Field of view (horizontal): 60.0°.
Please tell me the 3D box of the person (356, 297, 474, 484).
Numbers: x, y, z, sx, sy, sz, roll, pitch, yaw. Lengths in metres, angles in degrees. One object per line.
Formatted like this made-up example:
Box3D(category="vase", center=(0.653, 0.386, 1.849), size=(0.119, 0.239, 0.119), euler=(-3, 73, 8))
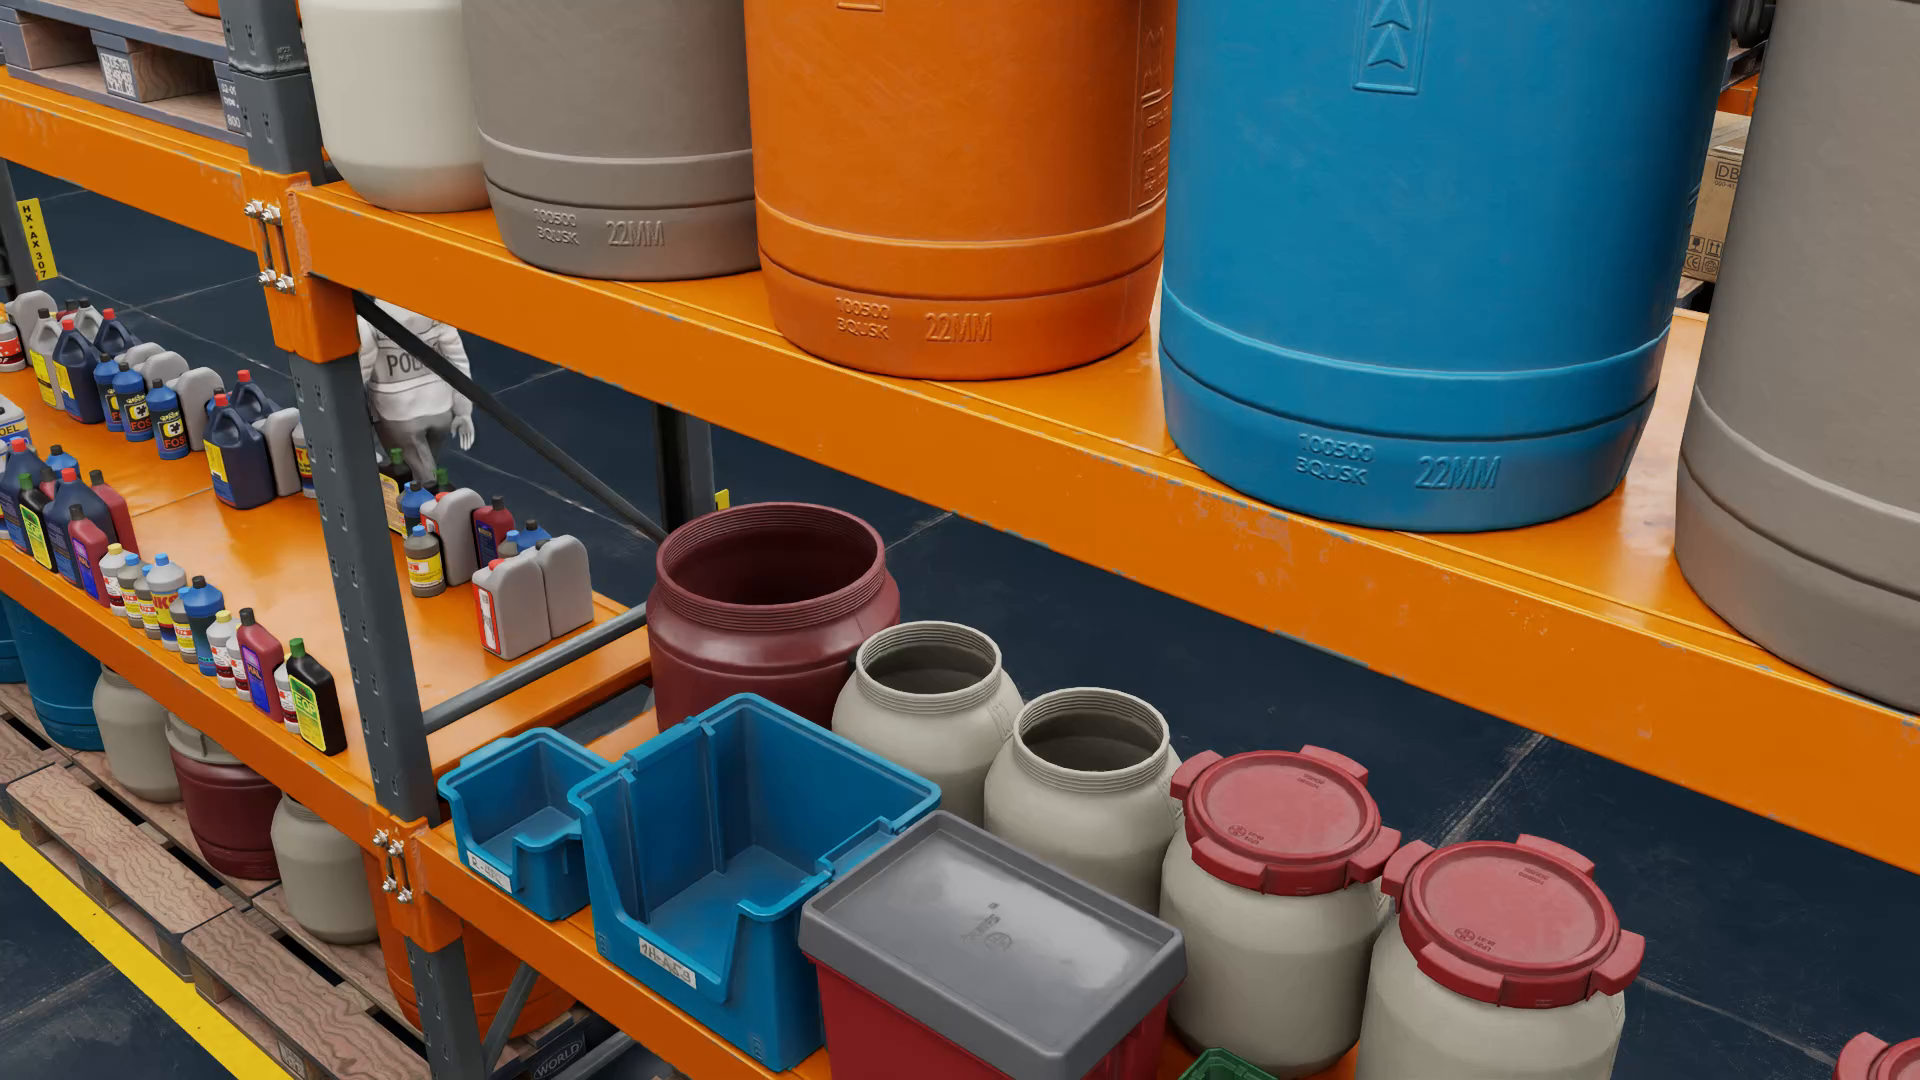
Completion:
Box3D(category="person", center=(-2.412, -0.565, 7.140), size=(0.967, 1.637, 0.498), euler=(21, 34, 34))
